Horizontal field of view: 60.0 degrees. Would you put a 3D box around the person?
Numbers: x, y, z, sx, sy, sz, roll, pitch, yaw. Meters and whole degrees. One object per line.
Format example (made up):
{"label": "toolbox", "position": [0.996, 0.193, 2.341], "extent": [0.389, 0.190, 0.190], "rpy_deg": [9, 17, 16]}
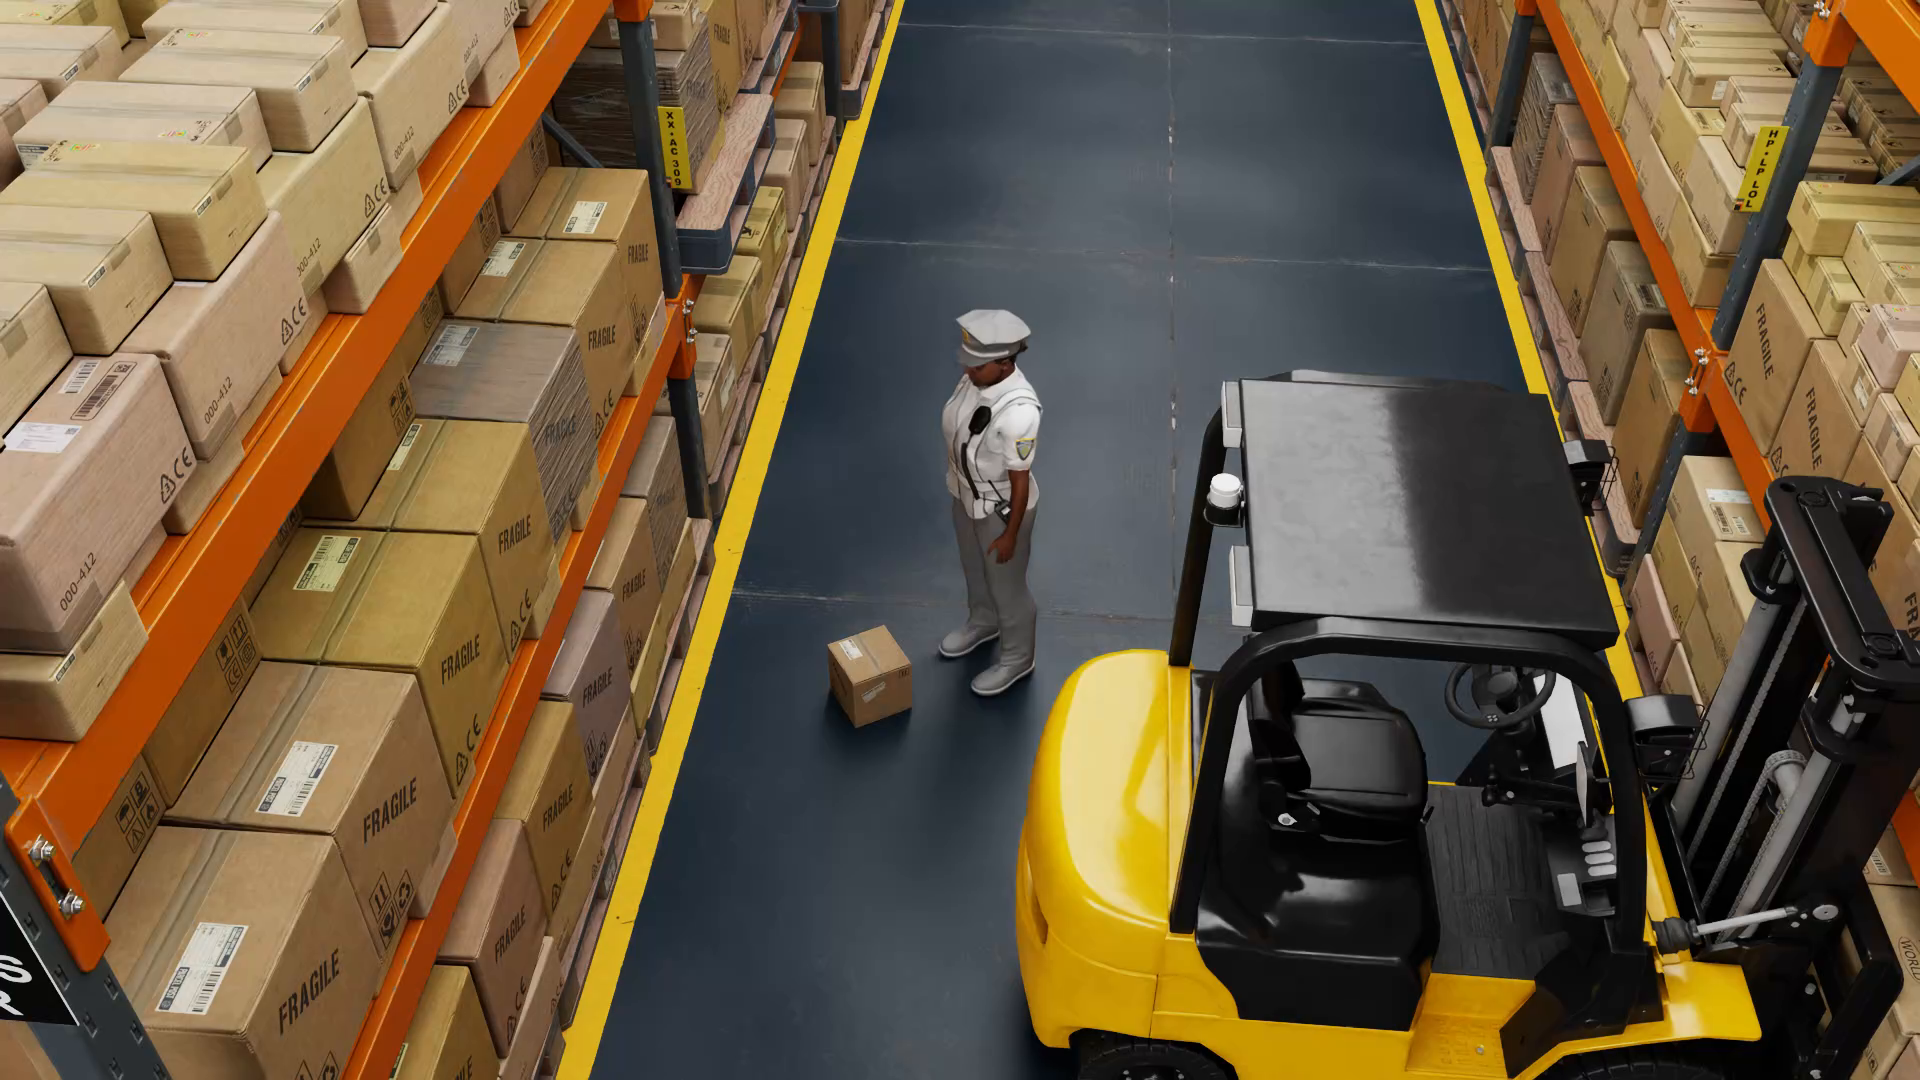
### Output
{"label": "person", "position": [0.115, -0.129, 6.306], "extent": [0.343, 1.667, 0.440], "rpy_deg": [-17, 43, -19]}
